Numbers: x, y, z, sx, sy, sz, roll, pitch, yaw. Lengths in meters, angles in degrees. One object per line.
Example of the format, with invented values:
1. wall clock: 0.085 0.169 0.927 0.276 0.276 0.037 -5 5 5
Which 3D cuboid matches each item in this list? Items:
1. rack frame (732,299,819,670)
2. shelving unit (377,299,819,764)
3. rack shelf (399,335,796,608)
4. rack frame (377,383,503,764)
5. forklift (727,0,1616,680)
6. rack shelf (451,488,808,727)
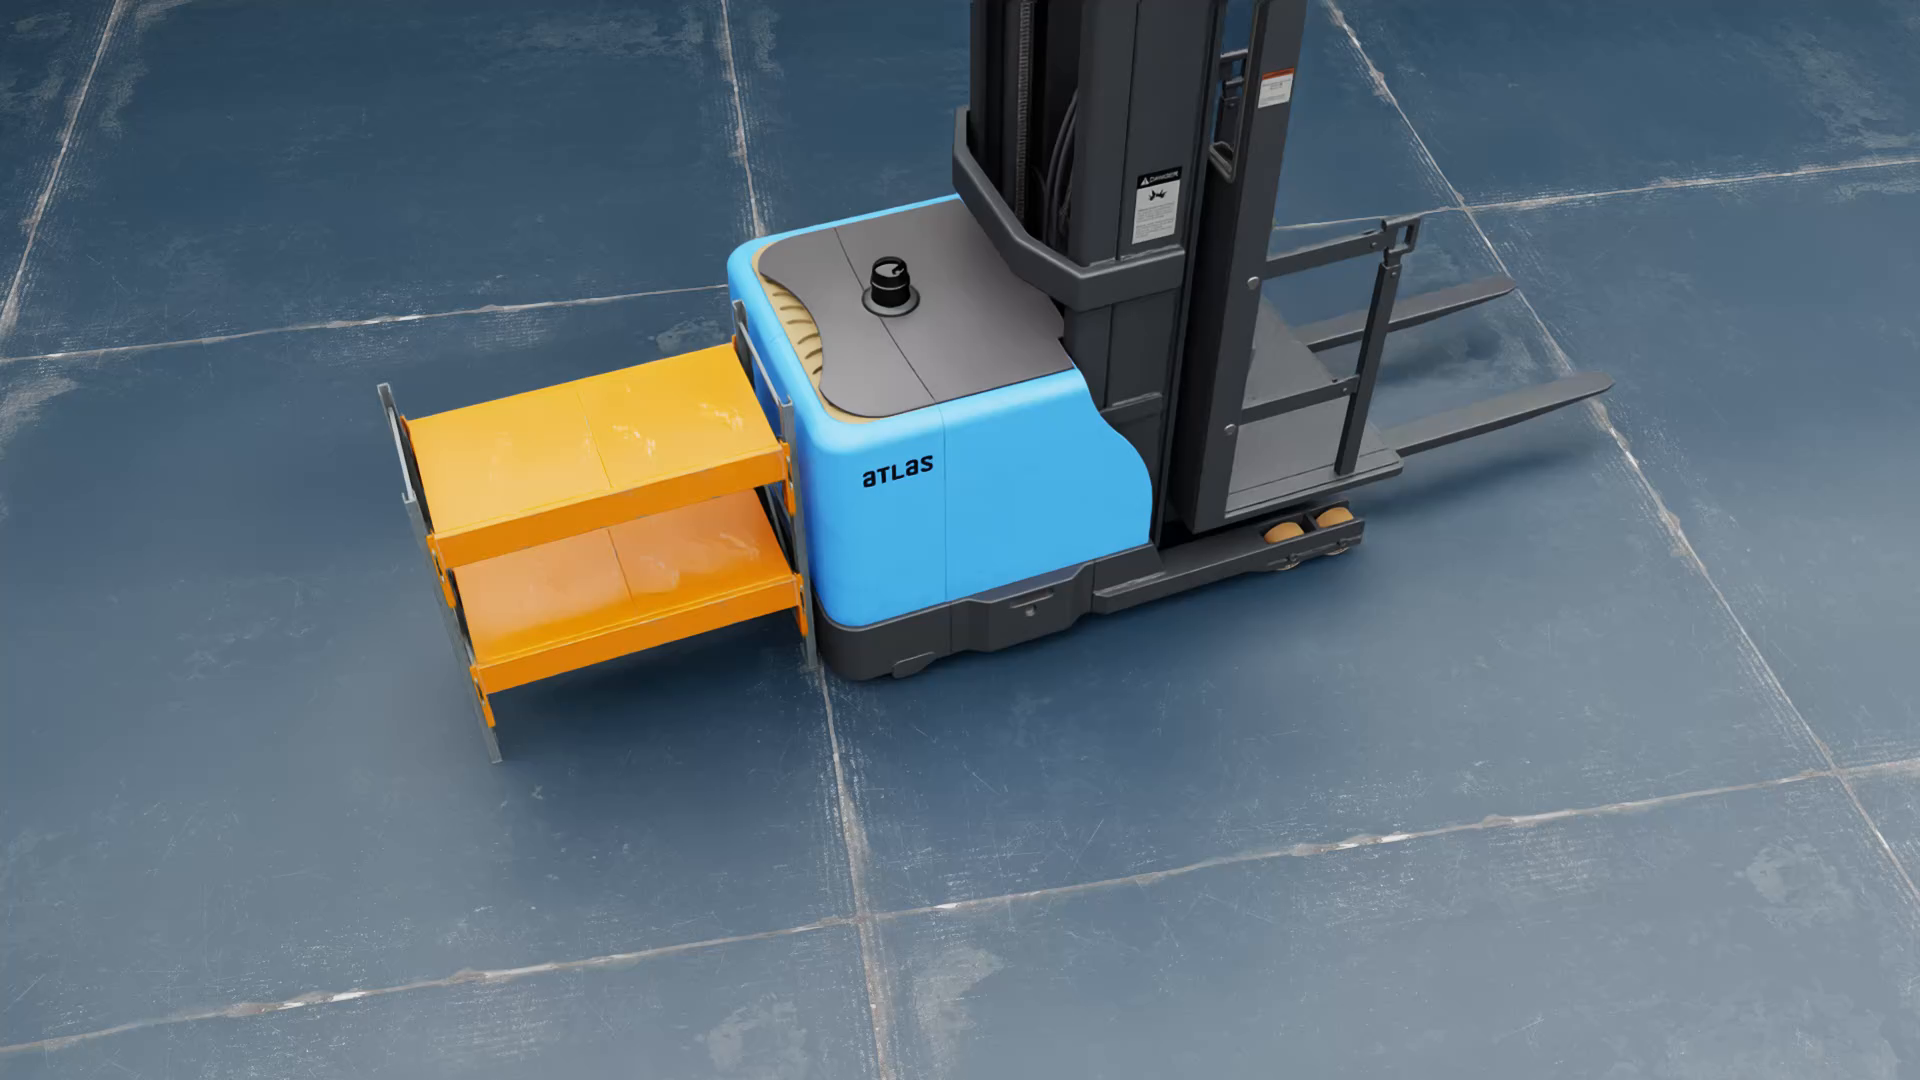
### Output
1. rack frame: -0.562 -0.144 5.108 0.032 1.125 0.500 -16 48 -15
2. shelving unit: -1.035 -0.010 4.978 1.048 1.125 0.538 -16 48 -15
3. rack shelf: -1.035 -0.213 4.767 1.000 0.278 0.538 -16 48 -15
4. rack frame: -1.507 0.125 4.849 0.032 1.125 0.500 -16 48 -15
5. forklift: 0.835 -1.254 4.923 3.031 2.935 1.130 -16 48 -15
6. rack shelf: -1.035 0.160 5.154 1.000 0.278 0.538 -16 48 -15
